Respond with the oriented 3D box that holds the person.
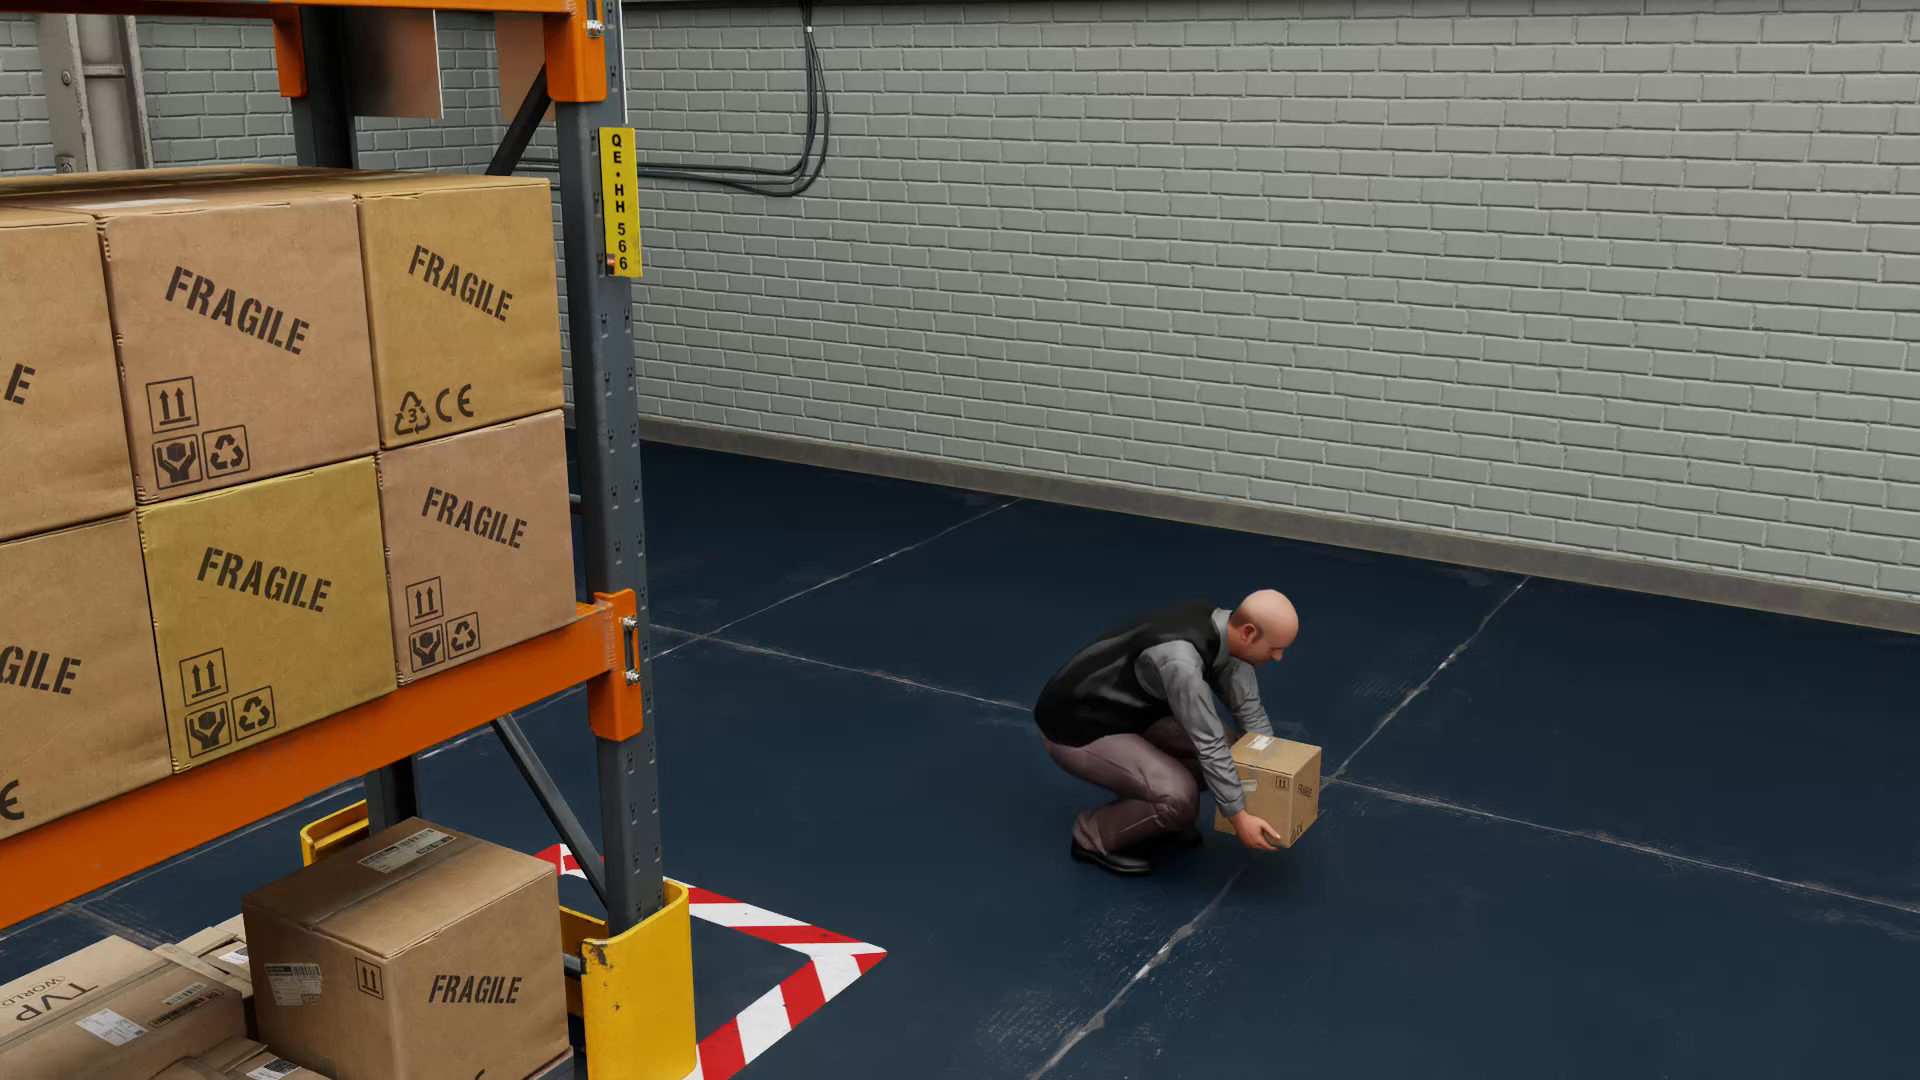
[{"bbox_3d":[0.692,0.593,5.402,0.879,0.970,0.517,9,18,29],"label":"person"}]
